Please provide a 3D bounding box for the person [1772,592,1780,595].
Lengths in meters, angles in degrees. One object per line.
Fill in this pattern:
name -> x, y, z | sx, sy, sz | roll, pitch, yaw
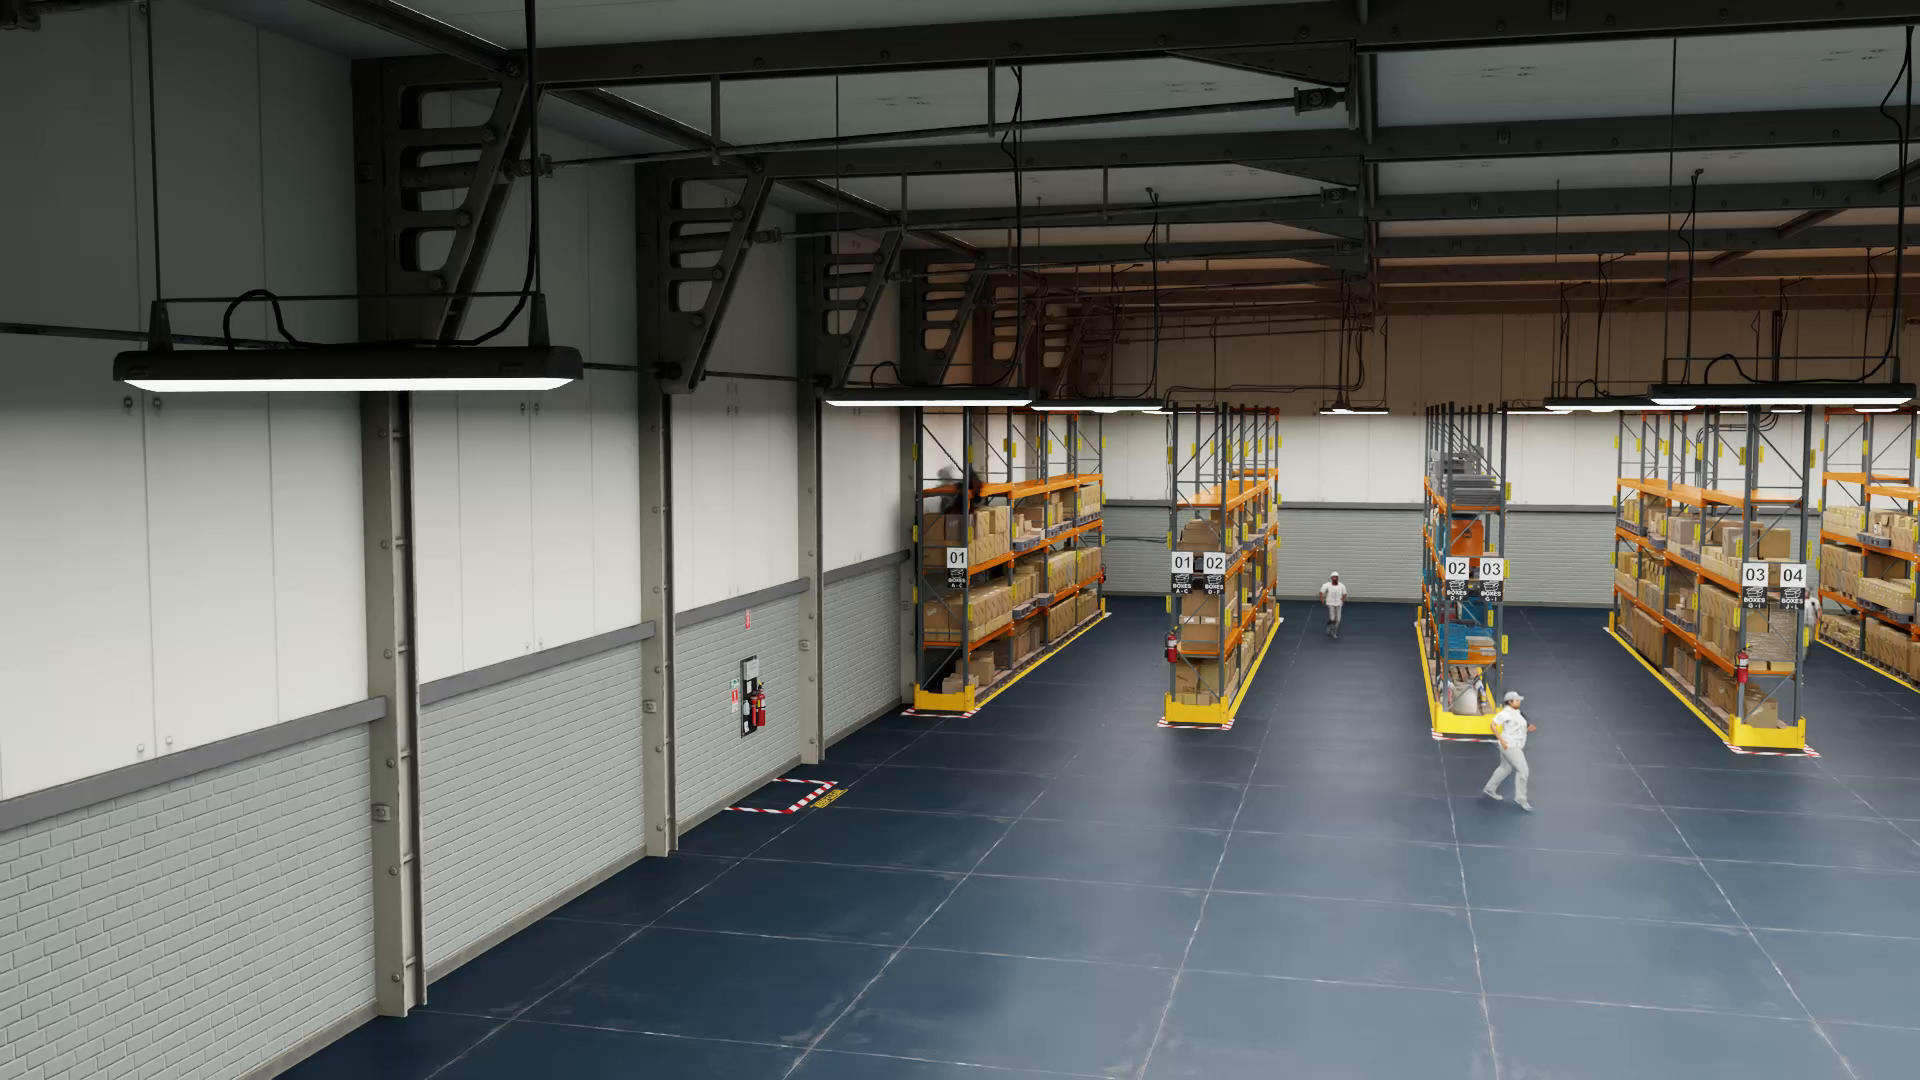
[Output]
person -> 21.319, 1.636, 43.822 | 0.920, 1.714, 0.688 | -2, 5, -23

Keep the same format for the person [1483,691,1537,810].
person -> 8.097, 3.085, 24.477 | 0.754, 1.727, 0.580 | 2, 5, 29

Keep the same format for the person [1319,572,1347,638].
person -> 9.685, 1.686, 43.019 | 0.698, 1.718, 0.576 | 0, 4, -2

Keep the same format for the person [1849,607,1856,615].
person -> 23.780, 1.713, 44.205 | 0.617, 1.489, 0.974 | -2, 5, -26

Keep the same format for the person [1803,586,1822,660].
person -> 20.062, 1.950, 39.445 | 0.684, 1.752, 0.710 | 1, 4, 18
